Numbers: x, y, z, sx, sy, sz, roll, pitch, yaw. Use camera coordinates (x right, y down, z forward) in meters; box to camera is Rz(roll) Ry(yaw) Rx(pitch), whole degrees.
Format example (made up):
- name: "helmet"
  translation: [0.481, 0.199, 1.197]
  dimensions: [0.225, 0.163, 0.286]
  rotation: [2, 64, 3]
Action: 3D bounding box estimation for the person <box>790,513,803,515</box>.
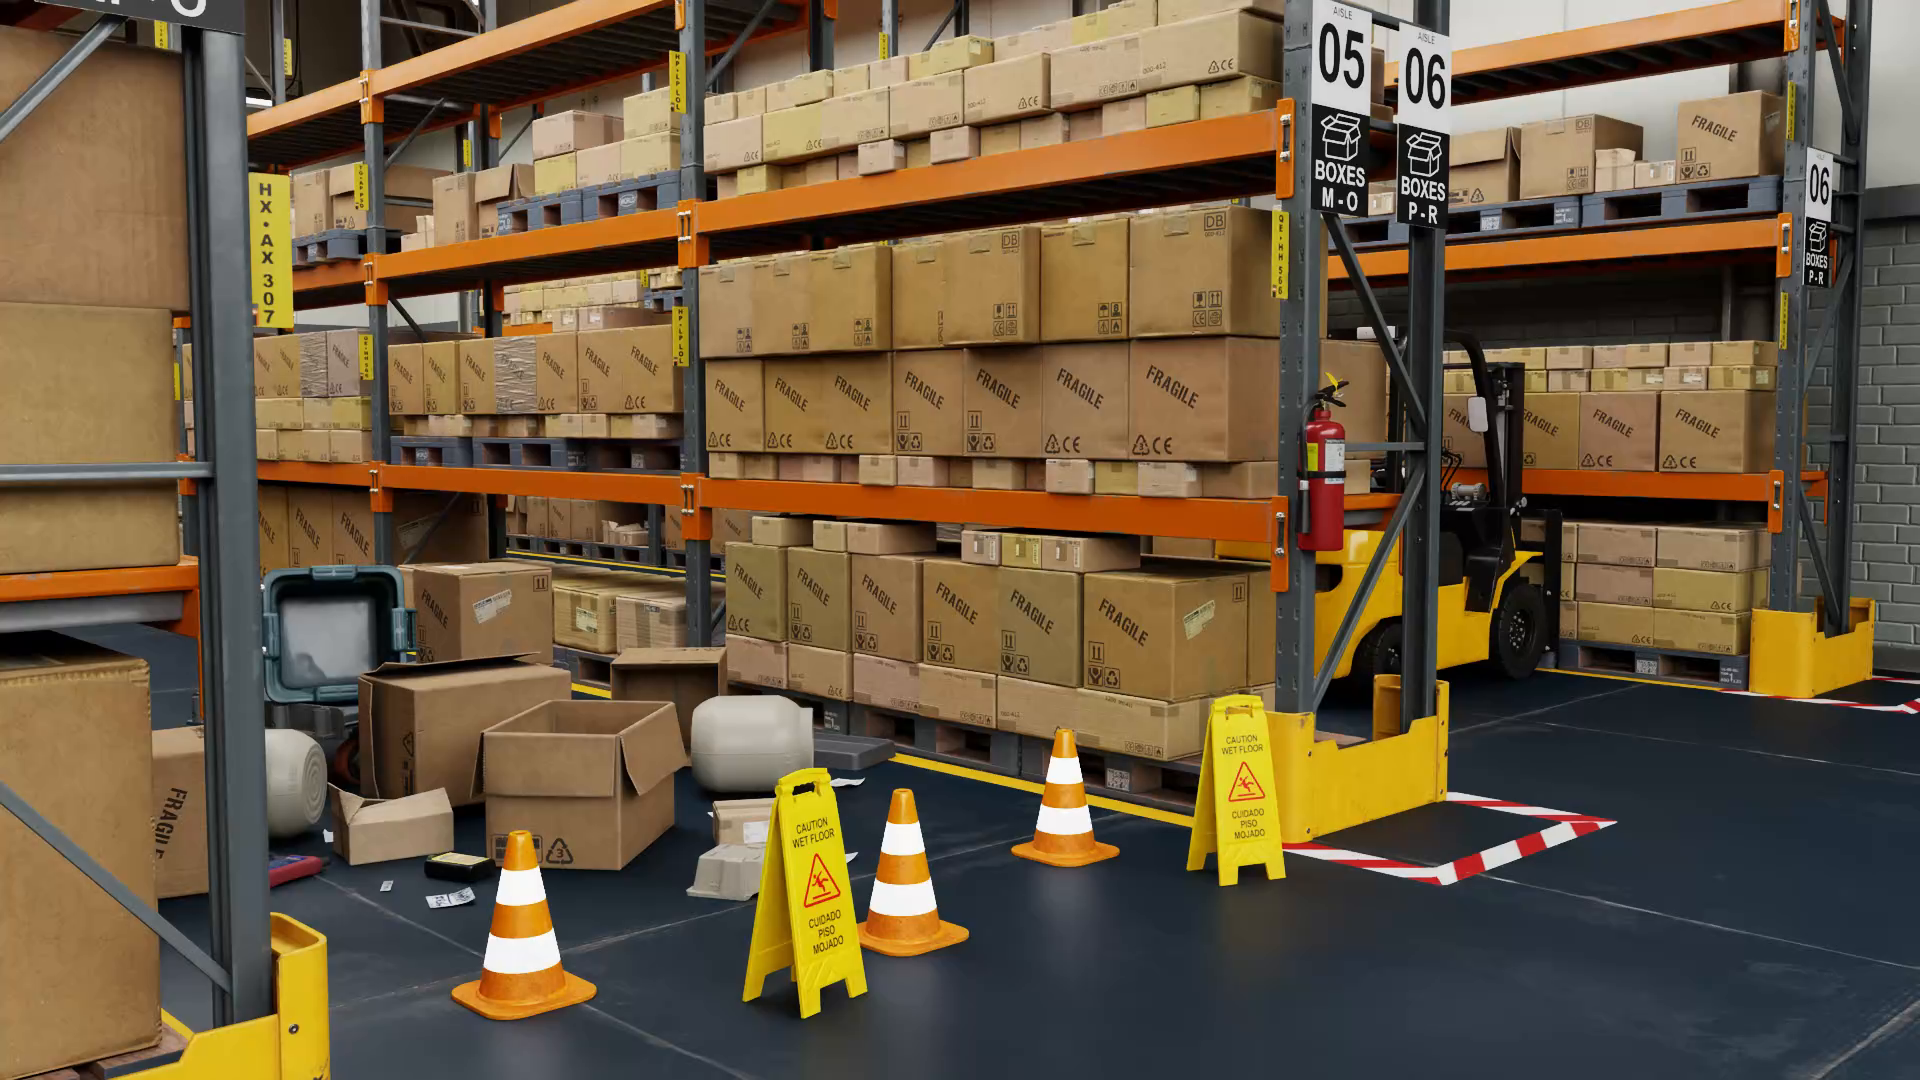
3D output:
- name: "person"
  translation: [-1.064, -0.045, 11.896]
  dimensions: [0.774, 1.614, 0.509]
  rotation: [1, 4, 14]
